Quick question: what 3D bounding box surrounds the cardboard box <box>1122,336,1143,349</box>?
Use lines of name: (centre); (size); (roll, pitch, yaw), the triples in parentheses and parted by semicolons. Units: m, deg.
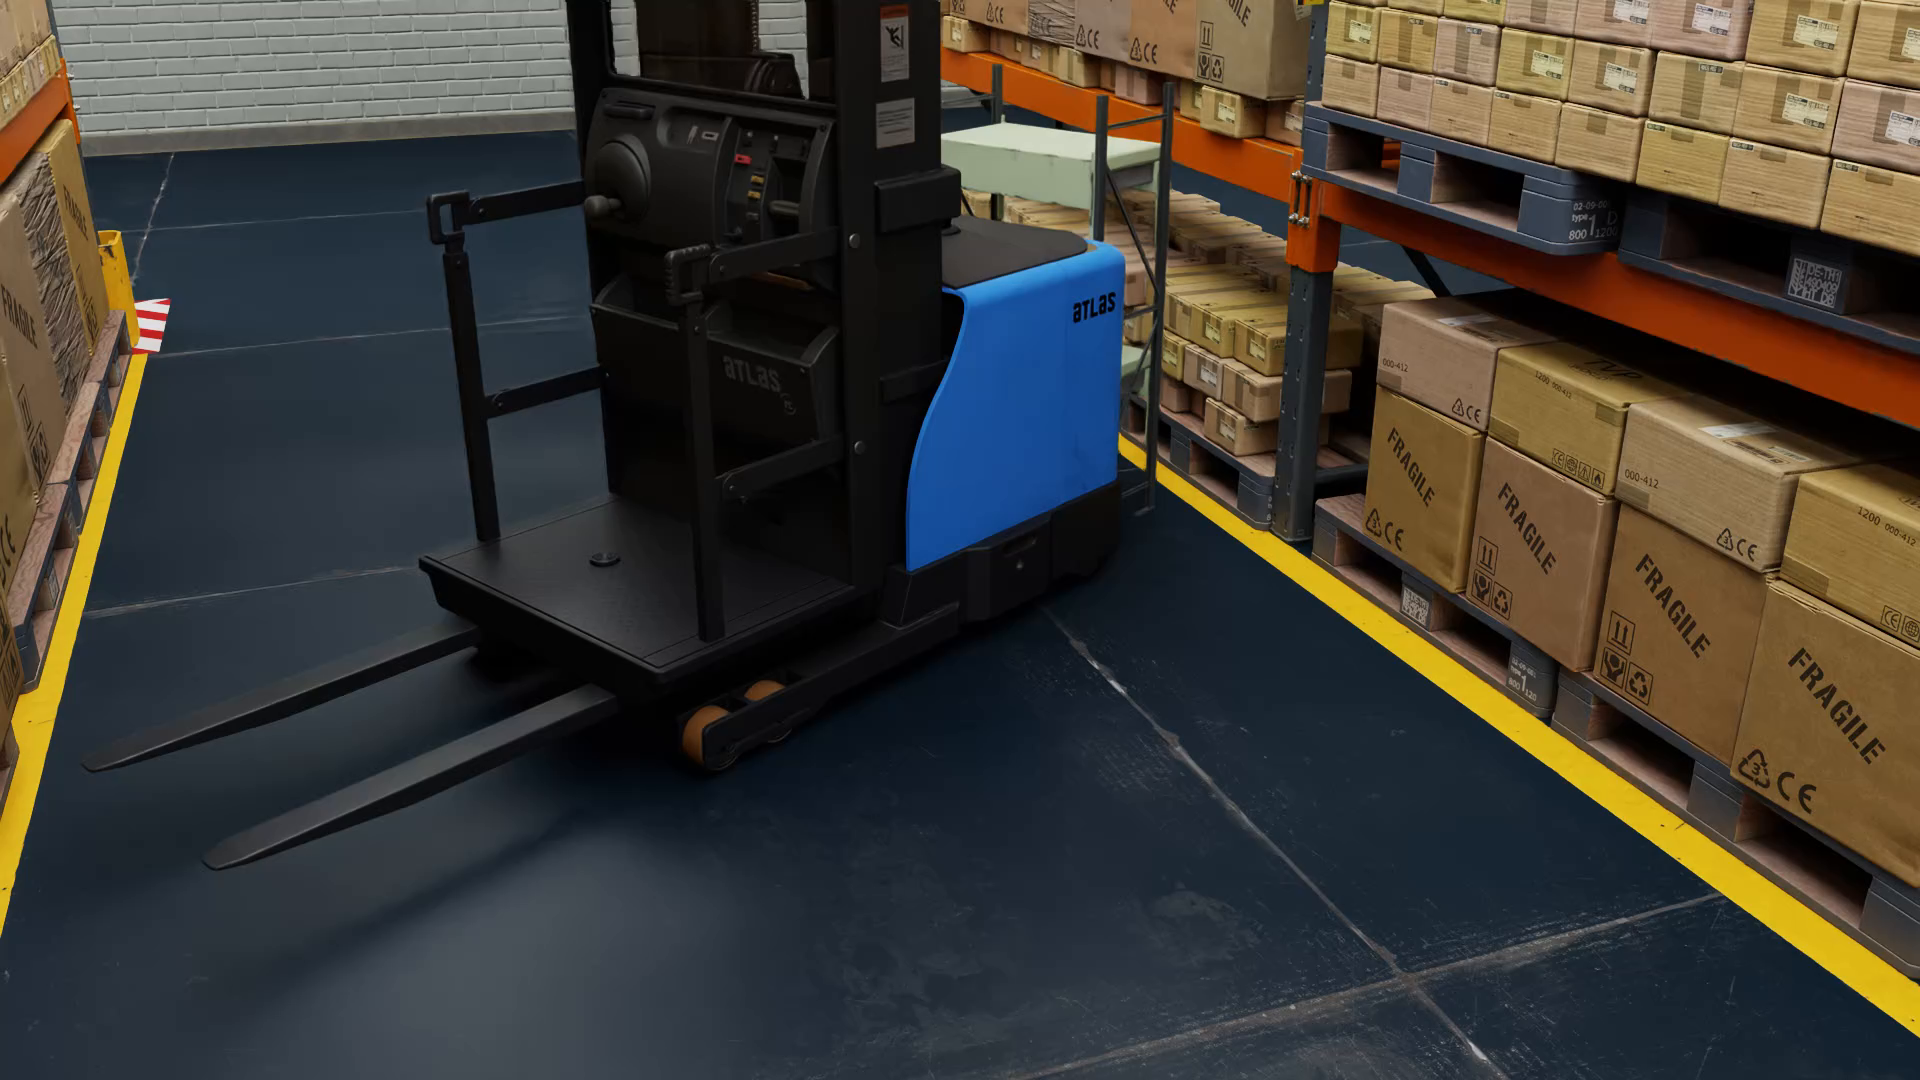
cardboard box: (0.749, -0.807, 6.932); (0.380, 0.149, 0.250); (-8, 24, -19)

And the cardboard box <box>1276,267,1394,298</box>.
cardboard box: (1.466, -0.956, 6.521); (0.380, 0.149, 0.250); (-9, 24, -20)

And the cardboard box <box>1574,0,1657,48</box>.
cardboard box: (1.650, -1.223, 3.807); (0.380, 0.149, 0.250); (-9, 24, -19)

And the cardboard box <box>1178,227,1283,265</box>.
cardboard box: (1.166, -1.239, 7.192); (0.380, 0.149, 0.250); (-9, 25, -21)

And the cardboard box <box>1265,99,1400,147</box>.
cardboard box: (1.252, -1.411, 5.560); (0.380, 0.149, 0.250); (-9, 24, -20)

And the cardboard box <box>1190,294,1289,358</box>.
cardboard box: (1.075, -0.790, 6.127); (0.380, 0.149, 0.250); (-8, 24, -18)

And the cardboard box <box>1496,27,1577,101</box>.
cardboard box: (1.558, -1.182, 4.092); (0.380, 0.149, 0.250); (-9, 25, -21)

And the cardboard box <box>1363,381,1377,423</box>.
cardboard box: (1.744, -0.512, 6.232); (0.380, 0.149, 0.250); (-9, 25, -21)

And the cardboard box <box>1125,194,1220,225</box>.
cardboard box: (1.007, -1.537, 7.897); (0.380, 0.149, 0.250); (-7, 24, -17)

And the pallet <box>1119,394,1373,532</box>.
pallet: (1.301, -0.410, 6.450); (1.003, 0.211, 1.213); (-8, 24, -19)

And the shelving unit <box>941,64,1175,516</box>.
shelving unit: (0.288, -0.841, 5.814); (0.755, 1.500, 0.431); (19, 29, 37)

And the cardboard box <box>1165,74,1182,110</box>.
cardboard box: (0.993, -1.698, 6.241); (0.380, 0.149, 0.250); (-9, 24, -20)

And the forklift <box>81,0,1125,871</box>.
forklift: (-0.825, -0.973, 4.284); (1.130, 2.935, 3.031); (19, 29, 38)

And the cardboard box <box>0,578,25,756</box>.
cardboard box: (-2.859, 0.204, 3.599); (1.225, 0.875, 0.875); (-8, 24, -19)

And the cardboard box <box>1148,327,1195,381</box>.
cardboard box: (0.945, -0.735, 6.378); (0.380, 0.149, 0.250); (-9, 25, -21)

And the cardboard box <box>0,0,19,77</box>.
cardboard box: (-3.739, -1.824, 6.026); (0.500, 0.250, 0.500); (-9, 25, -21)

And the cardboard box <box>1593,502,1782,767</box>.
cardboard box: (1.971, 0.188, 4.119); (0.500, 0.500, 0.500); (-8, 24, -18)

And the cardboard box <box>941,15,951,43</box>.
cardboard box: (0.095, -2.544, 8.246); (0.380, 0.149, 0.250); (-7, 24, -17)

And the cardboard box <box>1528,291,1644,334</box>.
cardboard box: (2.071, -0.607, 5.039); (0.500, 0.250, 0.500); (-9, 24, -20)

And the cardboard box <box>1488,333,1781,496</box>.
cardboard box: (1.776, -0.345, 4.418); (0.500, 0.250, 0.500); (-8, 24, -18)

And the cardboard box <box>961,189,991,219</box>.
cardboard box: (0.205, -1.633, 8.126); (0.380, 0.149, 0.250); (-8, 24, -19)

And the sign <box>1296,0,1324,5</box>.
sign: (1.067, -1.777, 4.990); (0.100, 0.325, 0.005); (-8, 24, -19)

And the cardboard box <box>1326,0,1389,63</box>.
cardboard box: (1.280, -1.464, 4.761); (0.380, 0.149, 0.250); (-8, 24, -18)

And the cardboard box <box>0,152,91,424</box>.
cardboard box: (-3.895, -0.927, 6.283); (0.875, 0.875, 0.875); (-8, 24, -19)

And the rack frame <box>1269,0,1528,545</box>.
rack frame: (1.572, -1.455, 5.341); (1.000, 3.000, 0.127); (-8, 24, -19)

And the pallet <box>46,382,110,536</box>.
pallet: (-3.734, -0.258, 6.089); (1.003, 0.211, 1.213); (-8, 24, -19)

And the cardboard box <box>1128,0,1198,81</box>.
cardboard box: (0.954, -1.964, 6.037); (0.500, 0.500, 0.500); (-9, 24, -20)

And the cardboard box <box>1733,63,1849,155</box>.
cardboard box: (1.835, -0.896, 3.413); (0.380, 0.149, 0.250); (-9, 24, -20)

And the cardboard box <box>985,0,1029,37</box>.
cardboard box: (0.433, -2.520, 7.356); (0.500, 0.500, 0.500); (-8, 24, -18)

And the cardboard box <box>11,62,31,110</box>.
cardboard box: (-3.721, -1.694, 6.231); (0.380, 0.149, 0.250); (-9, 24, -20)

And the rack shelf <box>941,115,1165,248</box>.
rack shelf: (0.288, -1.201, 5.662); (0.720, 0.370, 0.431); (19, 29, 37)

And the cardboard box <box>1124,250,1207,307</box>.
cardboard box: (0.780, -1.070, 6.792); (0.380, 0.149, 0.250); (-10, 25, -22)

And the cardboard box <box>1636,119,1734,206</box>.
cardboard box: (1.747, -0.853, 3.695); (0.380, 0.149, 0.250); (-9, 24, -20)

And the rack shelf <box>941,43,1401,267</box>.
rack shelf: (0.865, -1.851, 7.205); (1.077, 0.370, 4.000); (-8, 24, -19)

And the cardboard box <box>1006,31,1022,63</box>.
cardboard box: (0.433, -2.261, 7.576); (0.380, 0.149, 0.250); (-9, 24, -20)

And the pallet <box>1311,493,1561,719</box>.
pallet: (1.848, 0.112, 5.212); (1.003, 0.211, 1.213); (-8, 24, -19)

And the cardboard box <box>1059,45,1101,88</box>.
cardboard box: (0.632, -1.969, 6.884); (0.380, 0.149, 0.250); (-8, 24, -18)

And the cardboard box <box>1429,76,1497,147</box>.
cardboard box: (1.469, -1.136, 4.365); (0.380, 0.149, 0.250); (-8, 24, -19)

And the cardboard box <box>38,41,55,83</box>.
cardboard box: (-3.990, -1.971, 6.887); (0.380, 0.149, 0.250); (-8, 24, -18)

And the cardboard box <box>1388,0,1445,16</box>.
cardboard box: (1.385, -1.501, 4.465); (0.380, 0.149, 0.250); (-8, 24, -18)

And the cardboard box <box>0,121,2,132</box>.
cardboard box: (-3.450, -1.415, 5.569); (0.380, 0.149, 0.250); (-9, 25, -21)

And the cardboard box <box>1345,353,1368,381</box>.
cardboard box: (1.570, -0.727, 6.361); (0.380, 0.149, 0.250); (-8, 24, -19)

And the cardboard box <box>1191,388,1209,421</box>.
cardboard box: (1.101, -0.537, 6.291); (0.380, 0.149, 0.250); (-8, 24, -18)

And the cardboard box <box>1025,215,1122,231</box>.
cardboard box: (0.509, -1.350, 7.455); (0.380, 0.149, 0.250); (-8, 24, -18)

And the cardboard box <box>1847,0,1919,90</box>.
cardboard box: (1.928, -0.939, 3.133); (0.380, 0.149, 0.250); (-7, 24, -16)
